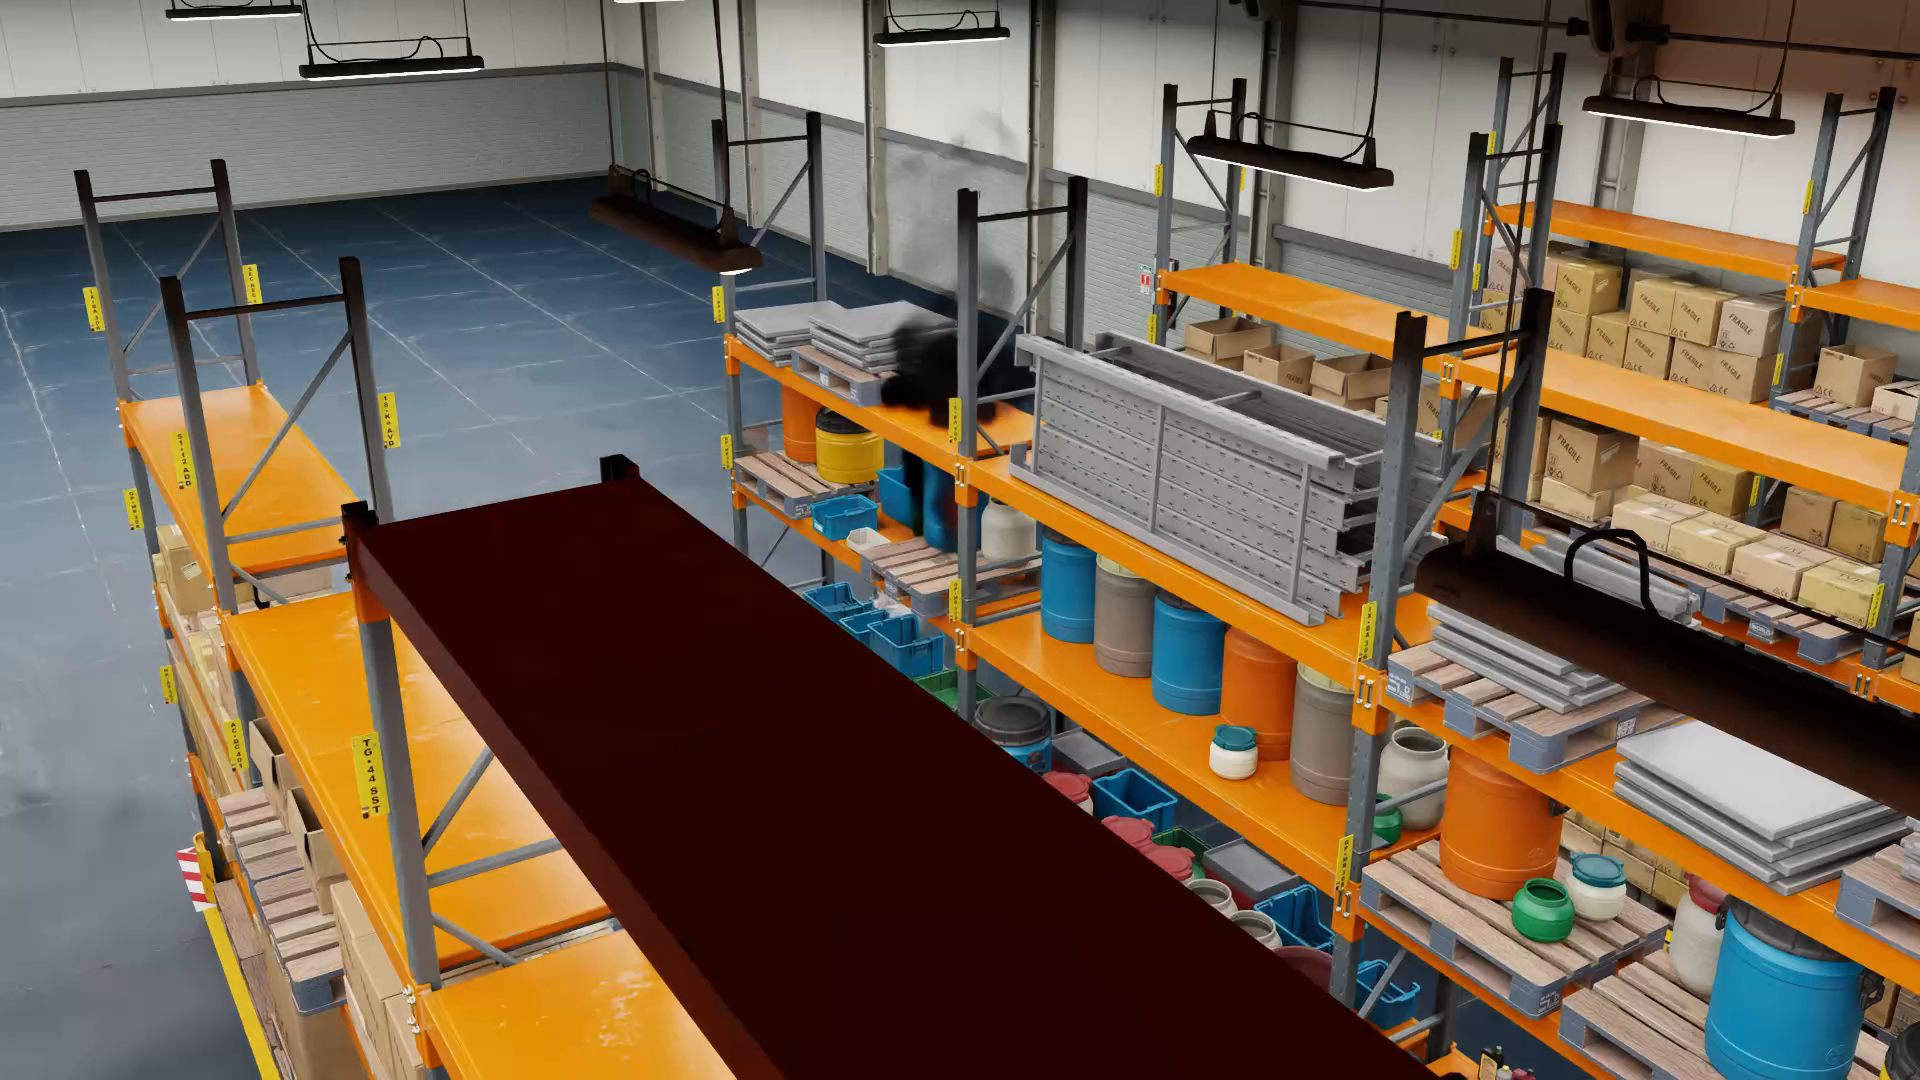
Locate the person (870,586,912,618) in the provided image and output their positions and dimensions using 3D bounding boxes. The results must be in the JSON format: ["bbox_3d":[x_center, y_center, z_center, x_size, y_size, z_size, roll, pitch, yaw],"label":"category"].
[{"bbox_3d":[-0.696,0.779,17.222,0.542,1.658,0.597,15,26,33],"label":"person"}]
